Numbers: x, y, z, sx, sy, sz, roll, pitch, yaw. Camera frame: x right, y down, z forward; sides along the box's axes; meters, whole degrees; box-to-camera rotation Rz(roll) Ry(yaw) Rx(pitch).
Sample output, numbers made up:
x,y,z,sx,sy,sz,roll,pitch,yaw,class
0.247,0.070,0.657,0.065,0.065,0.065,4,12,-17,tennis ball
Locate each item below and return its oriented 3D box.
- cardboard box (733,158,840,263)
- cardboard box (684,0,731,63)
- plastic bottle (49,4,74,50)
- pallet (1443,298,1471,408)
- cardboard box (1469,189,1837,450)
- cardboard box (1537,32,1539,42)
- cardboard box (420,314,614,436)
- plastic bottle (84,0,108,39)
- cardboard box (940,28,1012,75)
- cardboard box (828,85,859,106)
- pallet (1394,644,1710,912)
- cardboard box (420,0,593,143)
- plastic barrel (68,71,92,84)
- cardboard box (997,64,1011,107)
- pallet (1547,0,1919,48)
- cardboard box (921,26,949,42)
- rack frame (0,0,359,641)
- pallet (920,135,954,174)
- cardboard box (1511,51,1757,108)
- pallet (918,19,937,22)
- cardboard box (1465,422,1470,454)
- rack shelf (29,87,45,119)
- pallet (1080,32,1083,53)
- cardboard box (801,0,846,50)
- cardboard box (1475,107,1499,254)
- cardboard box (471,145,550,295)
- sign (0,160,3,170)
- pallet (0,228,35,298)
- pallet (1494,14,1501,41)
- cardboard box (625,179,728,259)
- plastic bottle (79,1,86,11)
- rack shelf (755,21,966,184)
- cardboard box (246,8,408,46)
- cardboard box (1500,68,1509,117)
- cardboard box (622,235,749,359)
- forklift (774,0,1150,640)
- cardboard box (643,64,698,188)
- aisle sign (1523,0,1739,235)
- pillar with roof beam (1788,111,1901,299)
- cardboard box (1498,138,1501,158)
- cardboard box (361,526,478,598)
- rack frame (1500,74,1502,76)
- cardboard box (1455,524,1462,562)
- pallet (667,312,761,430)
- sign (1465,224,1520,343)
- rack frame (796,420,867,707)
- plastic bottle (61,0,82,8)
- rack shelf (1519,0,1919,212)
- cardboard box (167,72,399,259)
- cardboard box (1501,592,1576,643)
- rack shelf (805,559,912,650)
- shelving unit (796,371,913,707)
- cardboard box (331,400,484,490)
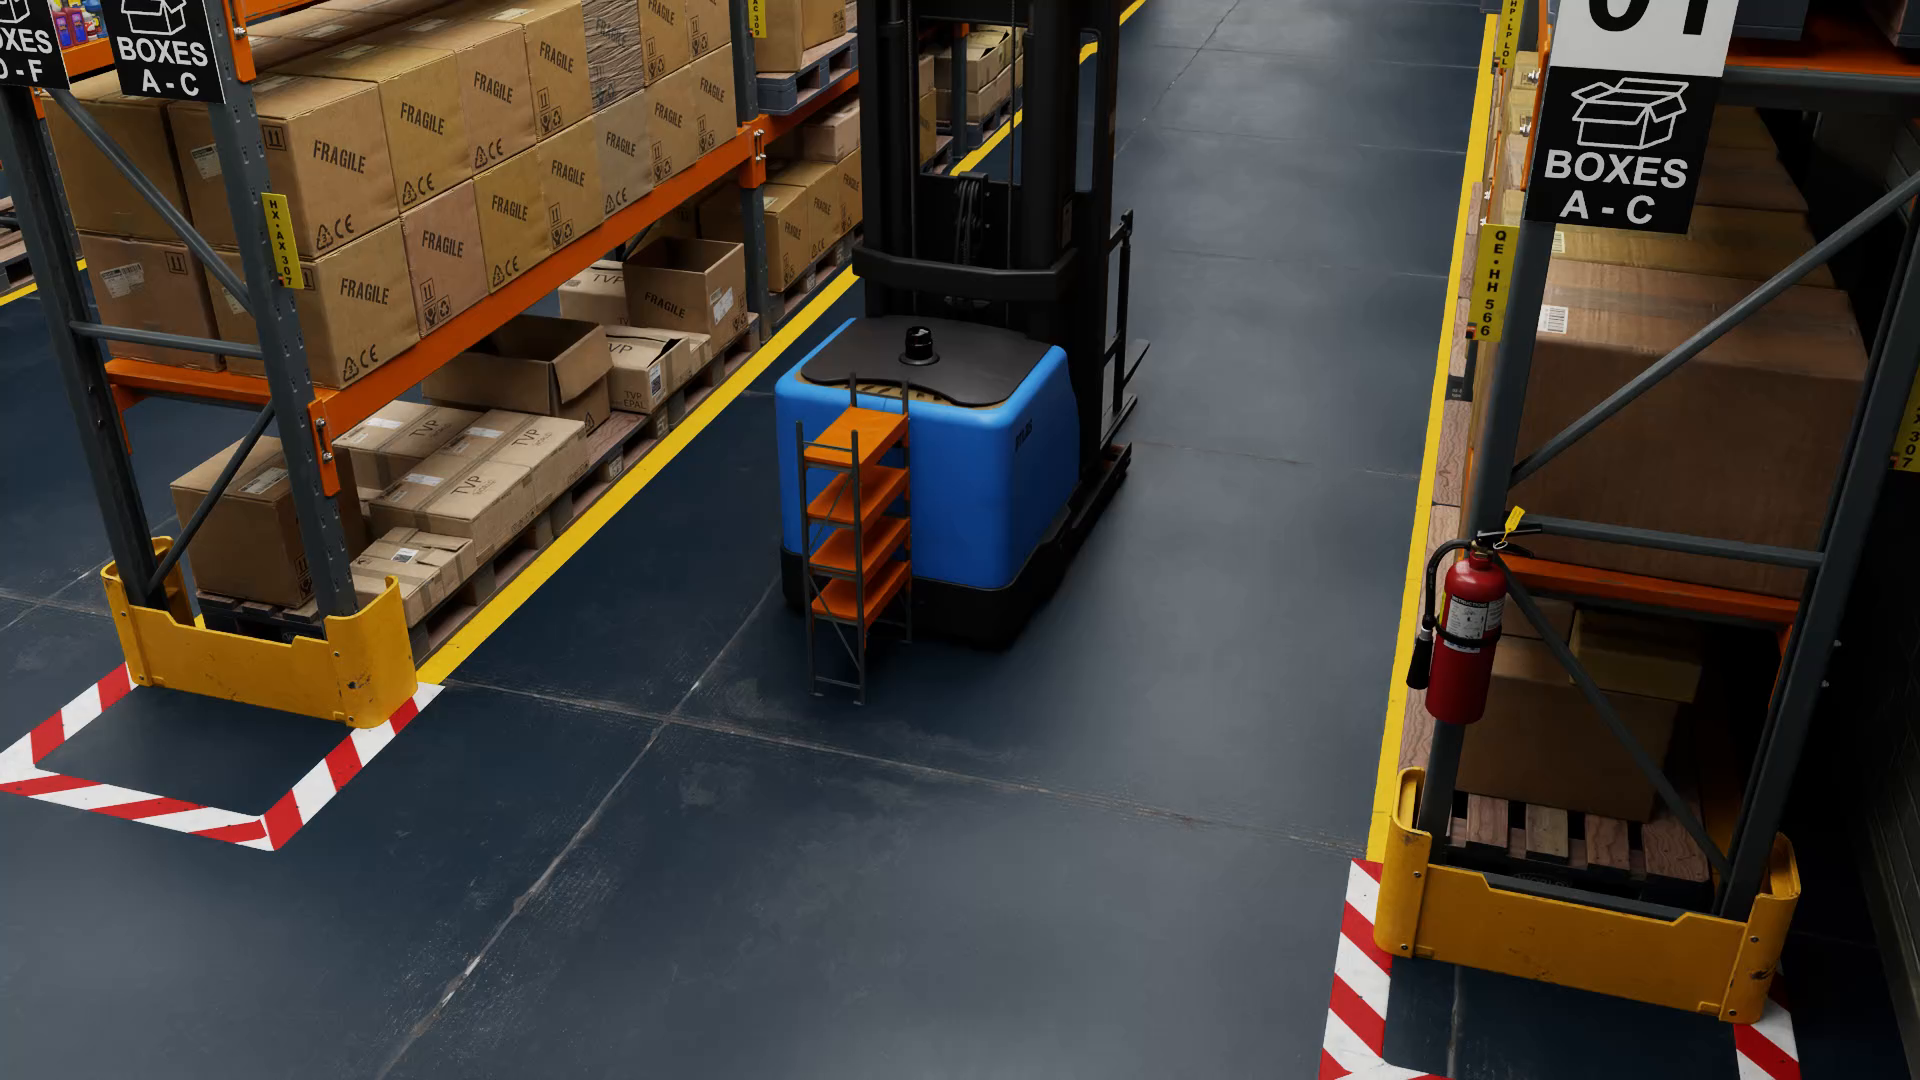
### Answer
x,y,z,sx,sy,sz,roll,pitch,yaw,class
-1.095,-2.097,10.553,0.500,0.500,0.500,9,30,16,cardboard box
-1.517,-2.767,8.506,0.500,0.500,0.500,9,30,15,cardboard box
-5.835,-3.325,10.762,0.061,0.283,0.133,8,30,15,plastic bottle
3.275,-1.004,9.337,1.003,0.211,1.213,8,30,15,pallet
2.289,-0.703,5.620,0.980,0.700,0.700,8,30,14,cardboard box
3.013,-2.616,8.167,0.500,0.250,0.500,9,30,16,cardboard box
-2.163,-0.785,8.192,0.797,0.503,0.637,8,30,15,cardboard box
-5.751,-3.483,11.058,0.097,0.271,0.097,0,29,0,plastic bottle
0.139,-4.091,13.837,0.500,0.311,0.500,8,30,14,cardboard box
-0.801,-2.873,11.177,0.500,0.250,0.500,8,30,14,cardboard box
2.106,0.842,6.019,1.003,0.211,1.213,8,30,15,pallet
-1.962,-2.060,7.237,0.500,0.500,0.500,8,30,14,cardboard box
-6.174,-2.783,11.394,0.600,0.901,0.708,8,30,15,plastic barrel
0.139,-3.834,13.953,0.500,0.250,0.500,8,30,13,cardboard box
2.154,-1.612,4.568,1.003,0.211,1.213,8,30,15,pallet
-0.377,-4.165,13.971,0.500,0.311,0.500,8,30,14,cardboard box
-2.790,-0.699,5.921,1.000,3.000,0.127,8,30,15,rack frame
-0.697,-2.857,12.668,1.003,0.211,1.213,8,30,15,pallet
2.946,-1.734,7.473,0.980,0.700,0.700,9,30,16,cardboard box
-0.574,-4.008,12.067,1.213,0.211,1.003,8,30,15,pallet
2.803,-0.611,7.902,0.700,0.500,0.500,9,30,16,cardboard box
-6.937,-2.023,9.040,1.077,0.370,4.000,8,30,15,rack shelf
0.553,-4.709,15.998,1.003,0.211,1.213,8,30,15,pallet
-1.122,-3.302,10.065,0.700,0.500,0.500,13,32,23,cardboard box
3.690,-2.227,10.446,0.750,0.750,0.750,8,30,15,cardboard box
-2.111,-1.385,7.051,0.500,0.500,0.500,8,30,15,cardboard box
-3.315,-1.432,5.722,0.100,0.325,0.005,8,30,15,sign
-6.529,-1.701,10.590,1.003,0.211,1.213,8,30,15,pallet
5.988,-5.238,16.949,1.003,0.211,1.213,8,30,15,pallet
-1.745,-1.928,10.249,0.500,0.500,0.500,8,30,15,cardboard box
-5.867,-3.520,11.196,0.097,0.201,0.097,0,29,0,plastic bottle
-1.029,-3.173,11.108,1.077,0.370,4.000,8,30,15,rack shelf
-2.627,-1.902,6.953,0.500,0.500,0.500,9,30,16,cardboard box
3.155,-2.524,8.773,0.500,0.500,0.500,9,30,15,cardboard box
-1.512,-1.353,9.215,0.500,0.500,0.500,8,30,15,cardboard box
0.218,-1.568,7.554,1.130,2.935,3.031,10,31,18,forklift
-1.668,-2.093,8.324,0.500,0.500,0.500,9,30,16,cardboard box
1.638,-1.139,4.038,0.394,0.787,0.004,8,30,15,aisle sign
-0.373,-4.640,6.834,9.100,9.000,0.400,8,30,15,pillar with roof beam
3.001,-2.070,8.623,0.380,0.149,0.250,9,30,16,cardboard box
-2.265,0.085,6.973,0.380,0.166,0.250,8,30,15,cardboard box
4.295,-3.712,11.337,1.000,3.000,0.127,8,30,15,rack frame
2.350,0.109,6.608,0.700,0.500,0.500,8,30,13,cardboard box
-1.819,-1.020,9.367,1.003,0.211,1.213,8,30,15,pallet
1.432,-0.687,4.465,0.100,0.325,0.005,8,30,15,sign
-0.483,0.111,6.315,0.240,1.200,0.015,10,31,18,rack frame
-6.201,-3.784,11.518,0.144,0.351,0.185,8,30,15,plastic bottle
2.533,-1.920,5.770,1.077,0.370,4.000,8,30,15,rack shelf
-2.408,-1.348,5.957,0.500,0.500,0.500,9,30,16,cardboard box
1.920,0.206,5.766,0.380,0.149,0.250,8,30,14,cardboard box
-0.399,0.233,6.645,0.258,0.148,0.480,10,31,18,rack shelf
-0.399,0.000,6.515,0.258,1.200,0.503,10,31,18,shelving unit
-2.559,-0.415,7.786,0.500,0.250,0.500,8,30,15,cardboard box
